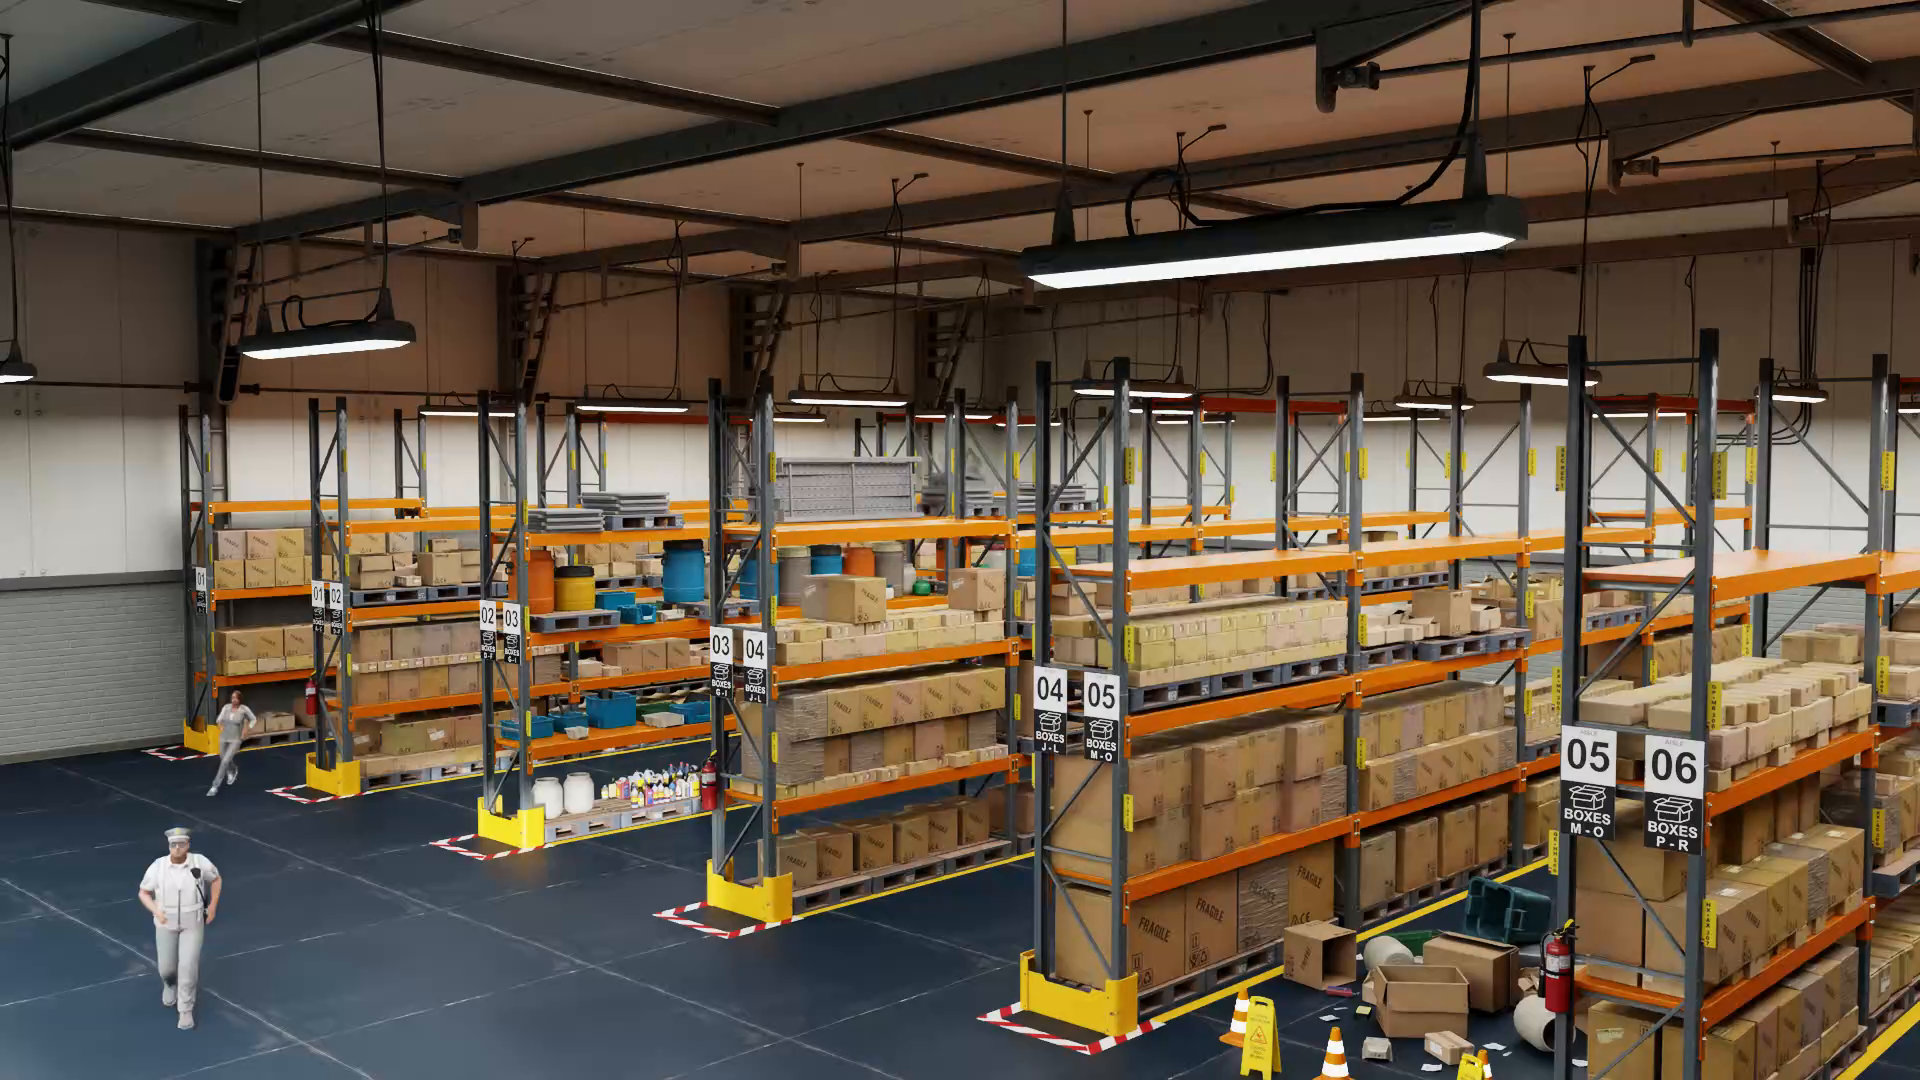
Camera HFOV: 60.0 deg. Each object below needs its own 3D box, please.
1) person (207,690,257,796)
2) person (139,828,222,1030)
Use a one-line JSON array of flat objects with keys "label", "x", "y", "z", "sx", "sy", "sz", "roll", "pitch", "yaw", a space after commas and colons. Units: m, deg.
[{"label": "person", "x": -11.018, "y": 3.051, "z": 25.274, "sx": 0.570, "sy": 1.561, "sz": 0.848, "roll": 0, "pitch": 3, "yaw": 4}, {"label": "person", "x": -7.116, "y": 3.487, "z": 15.203, "sx": 0.689, "sy": 1.786, "sz": 0.794, "roll": -1, "pitch": 3, "yaw": -23}]
